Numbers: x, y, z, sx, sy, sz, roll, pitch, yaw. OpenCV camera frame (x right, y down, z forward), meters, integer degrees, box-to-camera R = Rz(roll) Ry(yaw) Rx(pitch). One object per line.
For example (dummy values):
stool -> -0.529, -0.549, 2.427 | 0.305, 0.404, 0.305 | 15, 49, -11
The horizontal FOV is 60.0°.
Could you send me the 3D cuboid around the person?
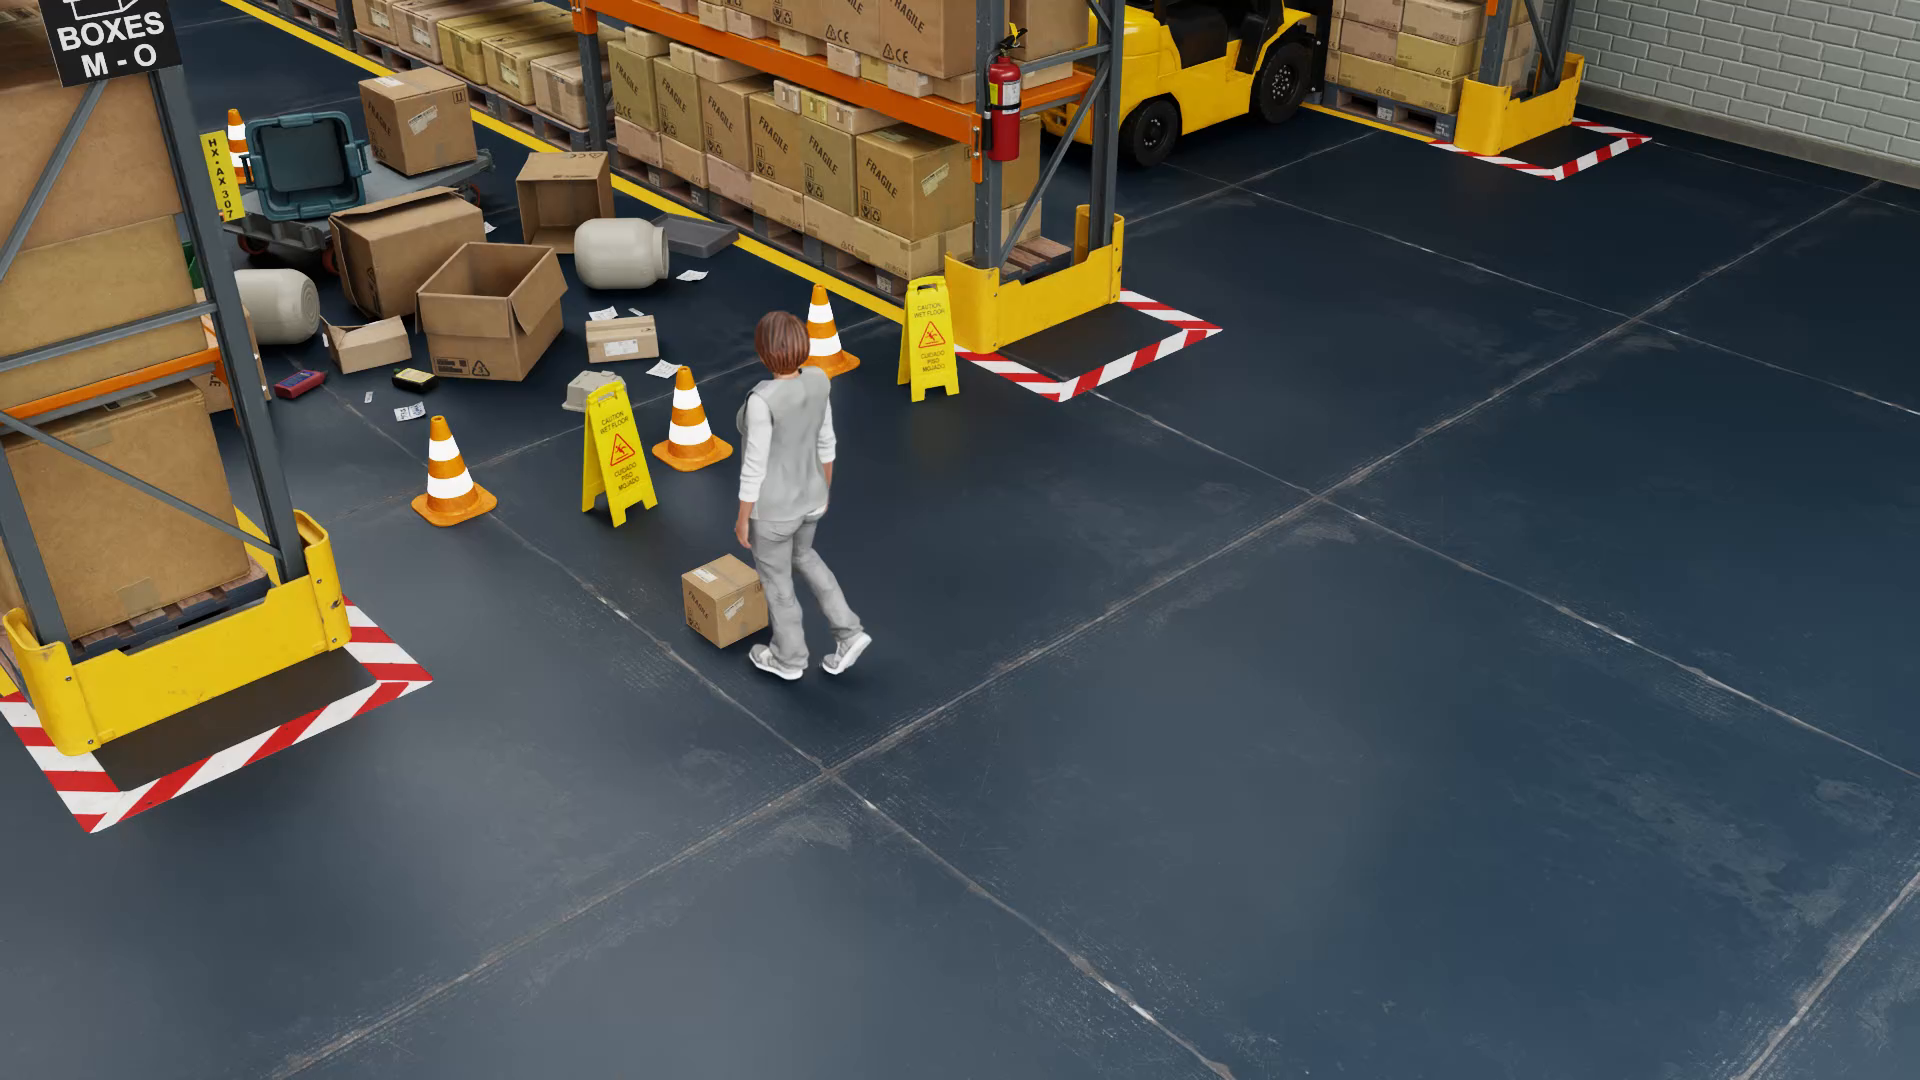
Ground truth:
person -> -0.657, -0.127, 6.342 | 0.467, 1.578, 0.444 | 24, 39, 33
